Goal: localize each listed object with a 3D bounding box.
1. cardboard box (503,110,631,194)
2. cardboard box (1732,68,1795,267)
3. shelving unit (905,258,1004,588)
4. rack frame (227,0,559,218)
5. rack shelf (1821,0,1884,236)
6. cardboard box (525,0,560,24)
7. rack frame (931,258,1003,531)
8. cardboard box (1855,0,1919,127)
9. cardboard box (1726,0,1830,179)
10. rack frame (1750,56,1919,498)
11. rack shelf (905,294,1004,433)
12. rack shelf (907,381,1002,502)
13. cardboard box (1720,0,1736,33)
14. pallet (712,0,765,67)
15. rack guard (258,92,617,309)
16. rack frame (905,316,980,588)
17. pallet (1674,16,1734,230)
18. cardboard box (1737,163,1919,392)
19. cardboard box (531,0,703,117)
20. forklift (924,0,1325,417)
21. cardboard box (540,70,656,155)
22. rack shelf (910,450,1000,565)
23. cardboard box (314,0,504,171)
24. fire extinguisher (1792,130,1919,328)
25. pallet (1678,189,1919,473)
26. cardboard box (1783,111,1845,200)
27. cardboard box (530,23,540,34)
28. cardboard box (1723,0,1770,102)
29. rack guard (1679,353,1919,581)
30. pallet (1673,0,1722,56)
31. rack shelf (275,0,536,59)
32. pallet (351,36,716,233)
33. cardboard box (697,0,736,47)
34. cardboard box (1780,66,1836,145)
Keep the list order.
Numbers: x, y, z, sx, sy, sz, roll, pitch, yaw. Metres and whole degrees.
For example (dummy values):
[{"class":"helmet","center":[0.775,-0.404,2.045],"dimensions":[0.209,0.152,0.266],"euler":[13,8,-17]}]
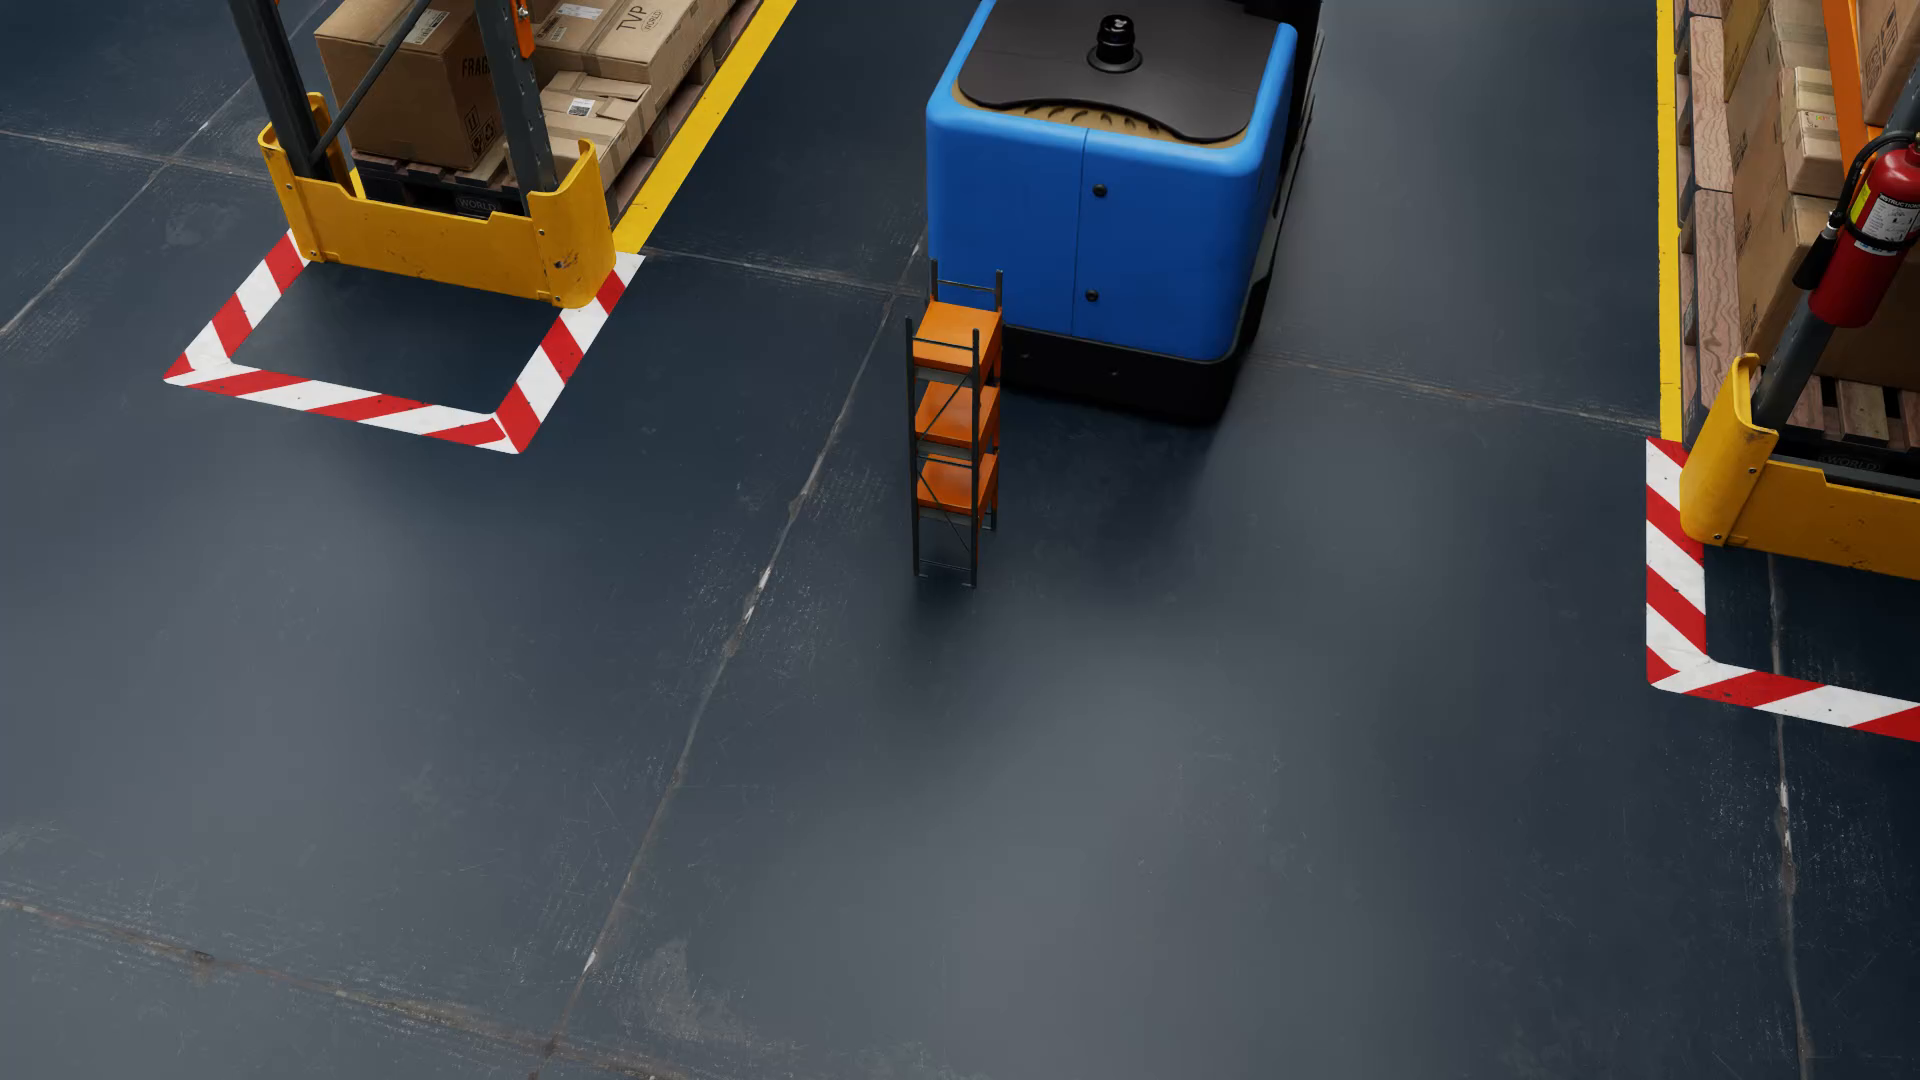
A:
[{"class":"cardboard box","center":[-1.445,-1.434,6.123],"dimensions":[0.380,0.149,0.250],"euler":[12,50,10]},{"class":"cardboard box","center":[3.113,-1.222,5.715],"dimensions":[0.700,0.500,0.500],"euler":[11,50,10]},{"class":"shelving unit","center":[-0.014,-0.309,4.822],"dimensions":[0.215,1.050,0.252],"euler":[12,50,10]},{"class":"rack frame","center":[-1.887,-1.997,5.012],"dimensions":[1.000,3.000,0.127],"euler":[12,50,10]},{"class":"rack shelf","center":[3.420,-2.231,5.698],"dimensions":[1.077,0.370,4.000],"euler":[12,50,10]},{"class":"cardboard box","center":[-1.702,-2.356,6.869],"dimensions":[0.500,0.250,0.500],"euler":[12,50,10]},{"class":"rack frame","center":[0.018,-0.397,4.900],"dimensions":[0.200,1.050,0.008],"euler":[12,50,10]},{"class":"cardboard box","center":[3.018,-1.492,4.366],"dimensions":[0.980,0.700,0.700],"euler":[14,50,12]},{"class":"cardboard box","center":[3.245,-1.586,6.036],"dimensions":[0.700,0.500,0.500],"euler":[10,49,9]},{"class":"rack frame","center":[2.893,-1.022,4.152],"dimensions":[1.000,3.000,0.127],"euler":[12,50,10]},{"class":"rack shelf","center":[-0.014,-0.489,4.617],"dimensions":[0.215,0.259,0.240],"euler":[12,50,10]},{"class":"rack shelf","center":[-0.014,-0.302,4.830],"dimensions":[0.215,0.259,0.240],"euler":[12,50,10]},{"class":"cardboard box","center":[3.515,-2.344,6.705],"dimensions":[0.700,0.500,0.500],"euler":[11,50,10]},{"class":"pallet","center":[-1.335,-2.586,7.392],"dimensions":[1.003,0.211,1.213],"euler":[12,50,10]},{"class":"rack guard","center":[-1.867,-1.225,5.998],"dimensions":[1.175,0.500,0.348],"euler":[12,50,10]},{"class":"rack frame","center":[-0.046,-0.220,4.744],"dimensions":[0.200,1.050,0.008],"euler":[12,50,10]},{"class":"pallet","center":[3.351,-1.573,6.498],"dimensions":[1.003,0.211,1.213],"euler":[12,50,10]},{"class":"cardboard box","center":[2.981,-0.860,5.396],"dimensions":[0.700,0.500,0.500],"euler":[12,50,10]},{"class":"cardboard box","center":[-1.338,-1.932,6.495],"dimensions":[0.500,0.250,0.500],"euler":[12,50,10]},{"class":"forklift","center":[0.784,-2.510,5.511],"dimensions":[1.130,2.935,3.031],"euler":[12,50,11]},{"class":"cardboard box","center":[-1.379,-1.621,6.276],"dimensions":[0.380,0.166,0.250],"euler":[12,50,10]},{"class":"rack shelf","center":[-0.014,-0.118,5.039],"dimensions":[0.215,0.259,0.240],"euler":[12,50,10]},{"class":"cardboard box","center":[-1.981,-1.757,6.174],"dimensions":[0.500,0.500,0.500],"euler":[12,50,10]},{"class":"fire extinguisher","center":[2.409,-0.855,4.304],"dimensions":[0.296,0.674,0.183],"euler":[12,50,10]},{"class":"pallet","center":[3.028,-0.693,5.721],"dimensions":[1.003,0.211,1.213],"euler":[12,50,10]},{"class":"cardboard box","center":[2.839,-1.204,5.266],"dimensions":[0.380,0.149,0.250],"euler":[11,49,10]},{"class":"cardboard box","center":[-1.788,-1.922,6.542],"dimensions":[0.380,0.166,0.250],"euler":[12,50,10]},{"class":"cardboard box","center":[3.378,-1.973,6.378],"dimensions":[0.700,0.500,0.500],"euler":[13,50,11]},{"class":"rack guard","center":[2.887,-0.178,5.073],"dimensions":[1.175,0.500,0.348],"euler":[12,50,10]},{"class":"pallet","center":[3.671,-2.458,7.279],"dimensions":[1.003,0.211,1.213],"euler":[12,50,10]},{"class":"rack shelf","center":[-1.360,-3.206,6.558],"dimensions":[1.077,0.370,4.000],"euler":[12,50,10]},{"class":"pallet","center":[-1.658,-1.706,6.615],"dimensions":[1.003,0.211,1.213],"euler":[12,50,10]},{"class":"cardboard box","center":[-1.207,-2.293,6.814],"dimensions":[0.500,0.250,0.500],"euler":[12,50,10]},{"class":"cardboard box","center":[2.906,-1.389,5.429],"dimensions":[0.380,0.149,0.250],"euler":[13,50,11]}]
